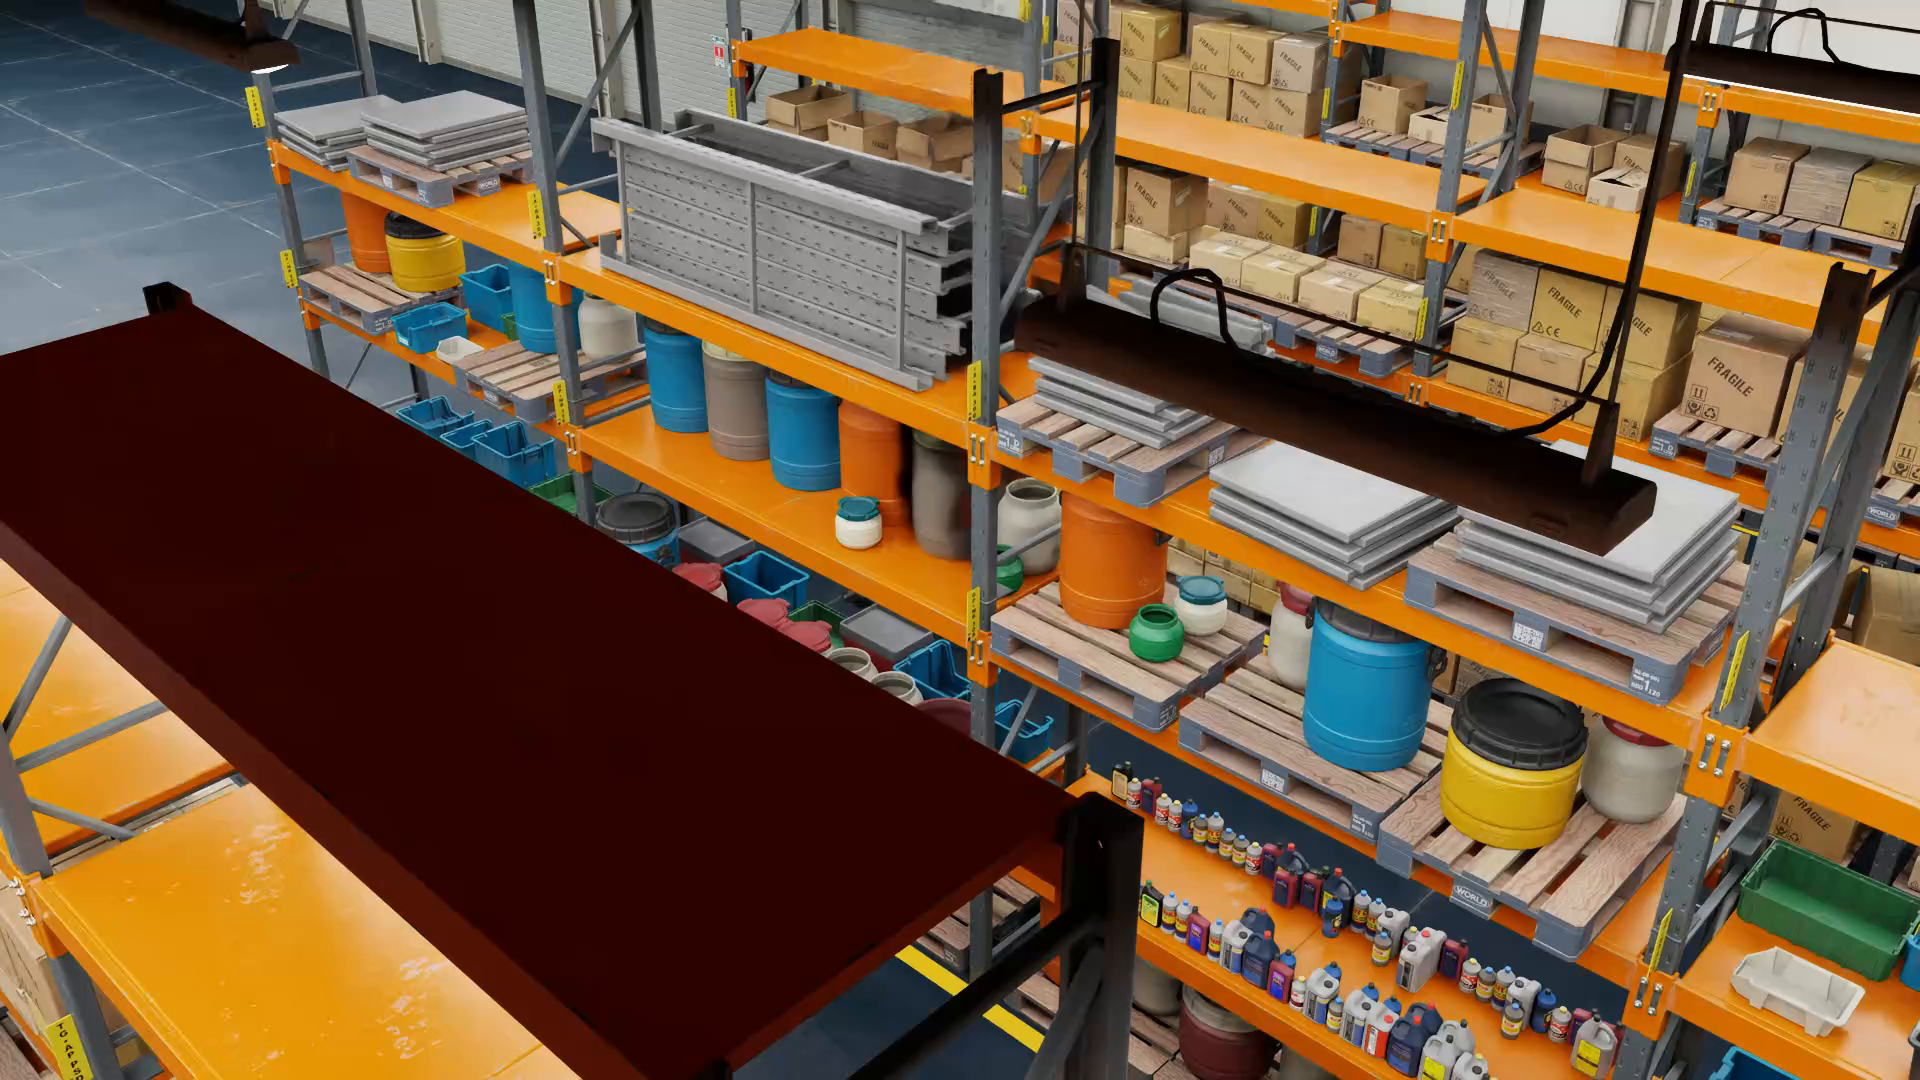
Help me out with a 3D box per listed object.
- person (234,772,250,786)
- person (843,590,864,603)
[{"bbox_3d":[-5.305,1.310,12.289,0.550,1.627,0.616,20,35,31],"label":"person"},{"bbox_3d":[-0.639,-0.107,14.634,1.025,1.826,0.738,17,34,28],"label":"person"}]
